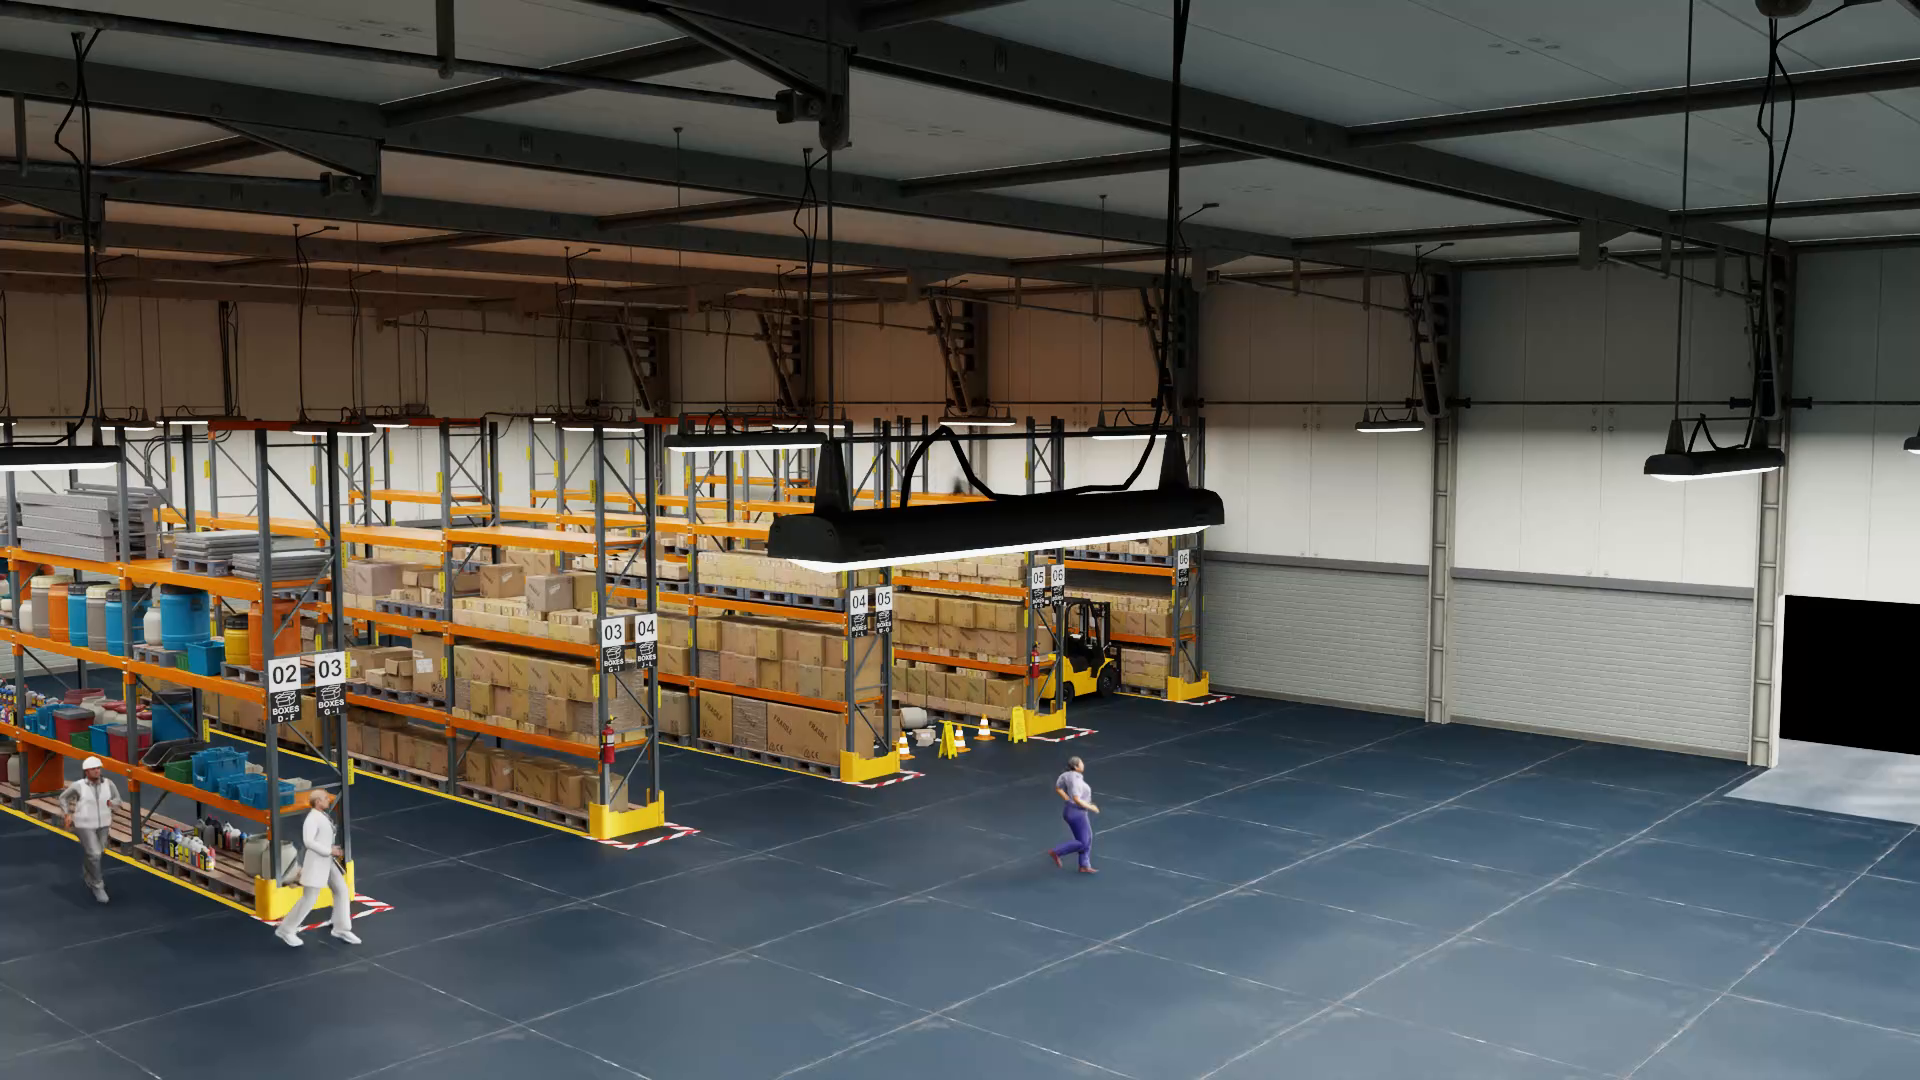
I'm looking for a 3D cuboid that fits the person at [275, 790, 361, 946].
[{"bbox_3d":[-7.499,3.831,19.513,0.941,1.797,0.763,0,5,-5],"label":"person"}]

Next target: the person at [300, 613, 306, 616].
[{"bbox_3d":[-14.893,2.435,37.551,0.615,1.592,0.569,-1,5,-12],"label":"person"}]

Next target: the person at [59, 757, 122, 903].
[{"bbox_3d":[-11.089,3.668,21.274,0.869,1.825,0.627,3,6,36],"label":"person"}]

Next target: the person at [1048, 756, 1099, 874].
[{"bbox_3d":[1.509,3.693,22.252,0.764,1.631,0.616,-1,5,-16],"label":"person"}]
